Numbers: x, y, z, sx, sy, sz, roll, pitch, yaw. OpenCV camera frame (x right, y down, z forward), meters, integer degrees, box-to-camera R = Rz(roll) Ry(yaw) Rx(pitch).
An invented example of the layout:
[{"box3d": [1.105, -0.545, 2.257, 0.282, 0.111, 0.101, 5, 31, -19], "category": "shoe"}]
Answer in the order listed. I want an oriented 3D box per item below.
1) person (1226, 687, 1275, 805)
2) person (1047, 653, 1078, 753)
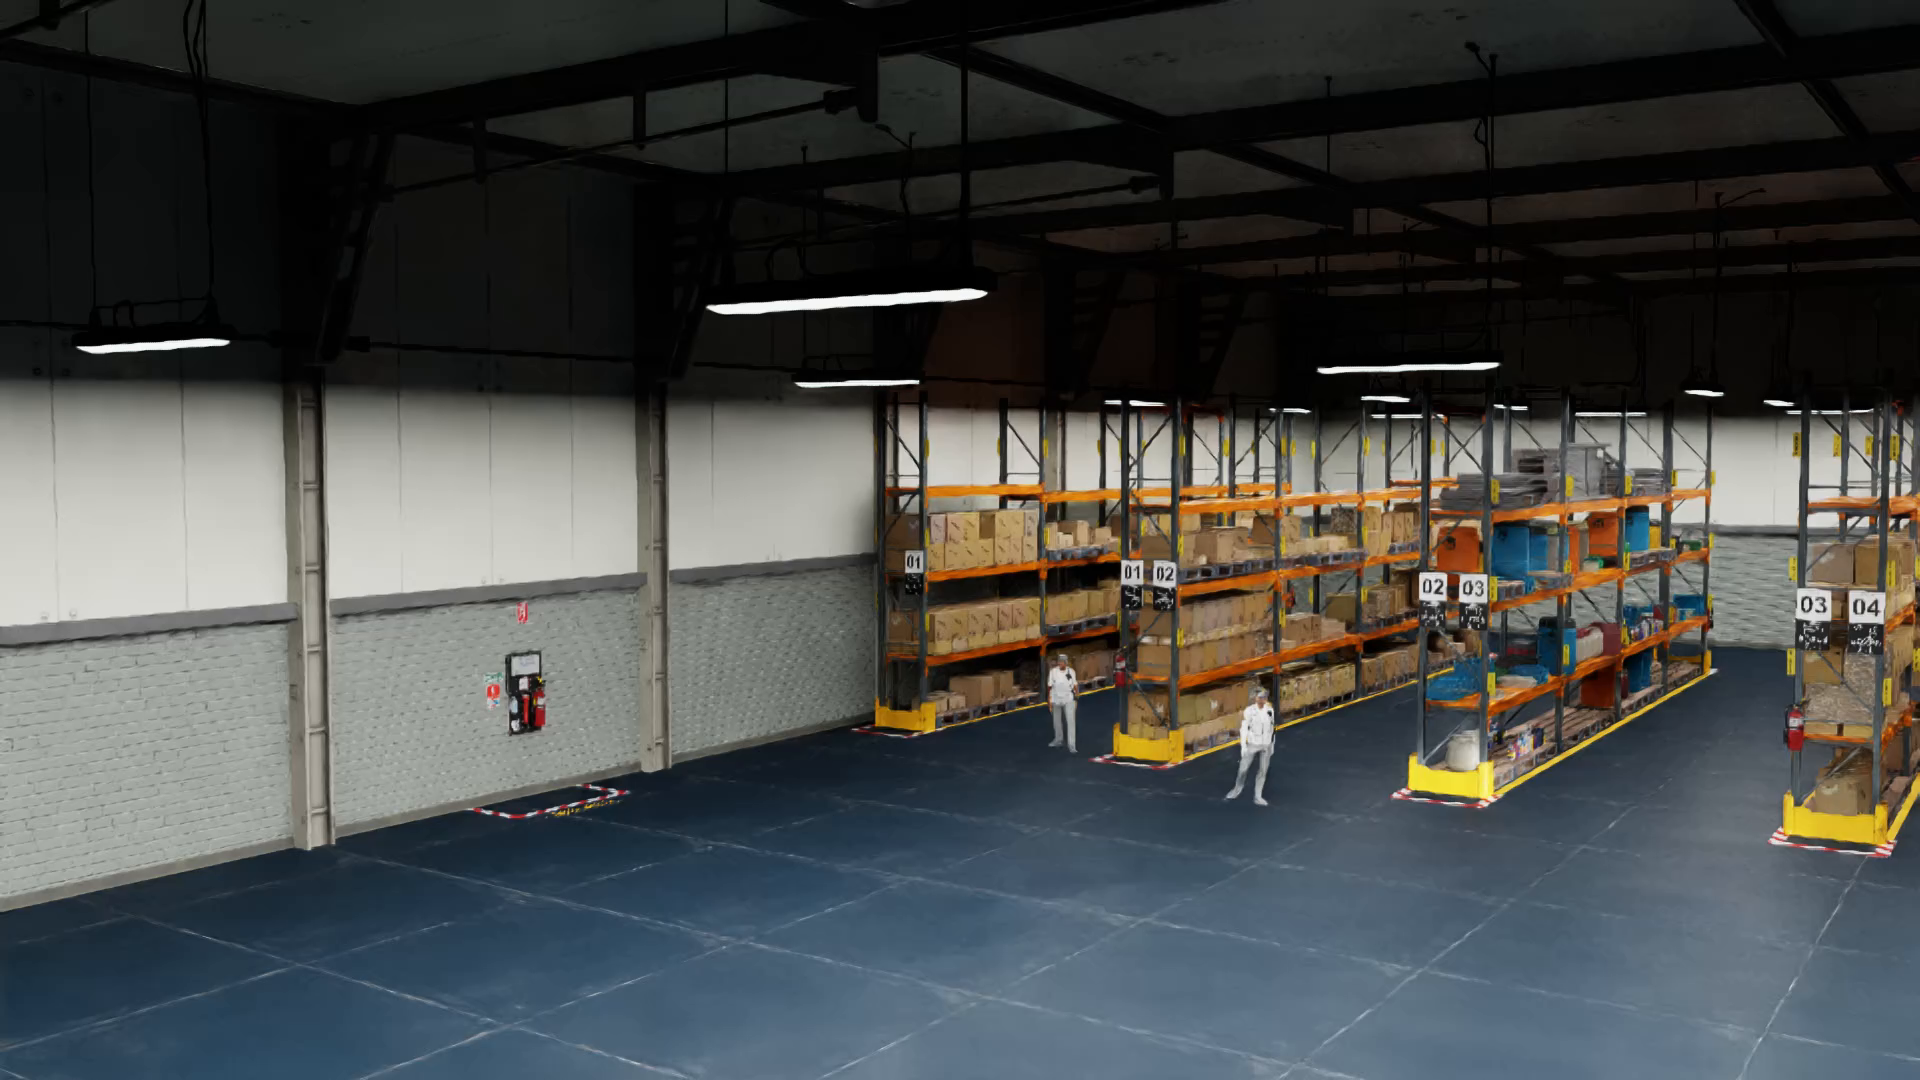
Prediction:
[{"box3d": [4.098, 2.876, 23.343, 0.659, 1.662, 0.499, 0, 3, -6], "category": "person"}, {"box3d": [1.698, 2.666, 27.427, 0.567, 1.619, 0.914, 1, 3, 12], "category": "person"}]
